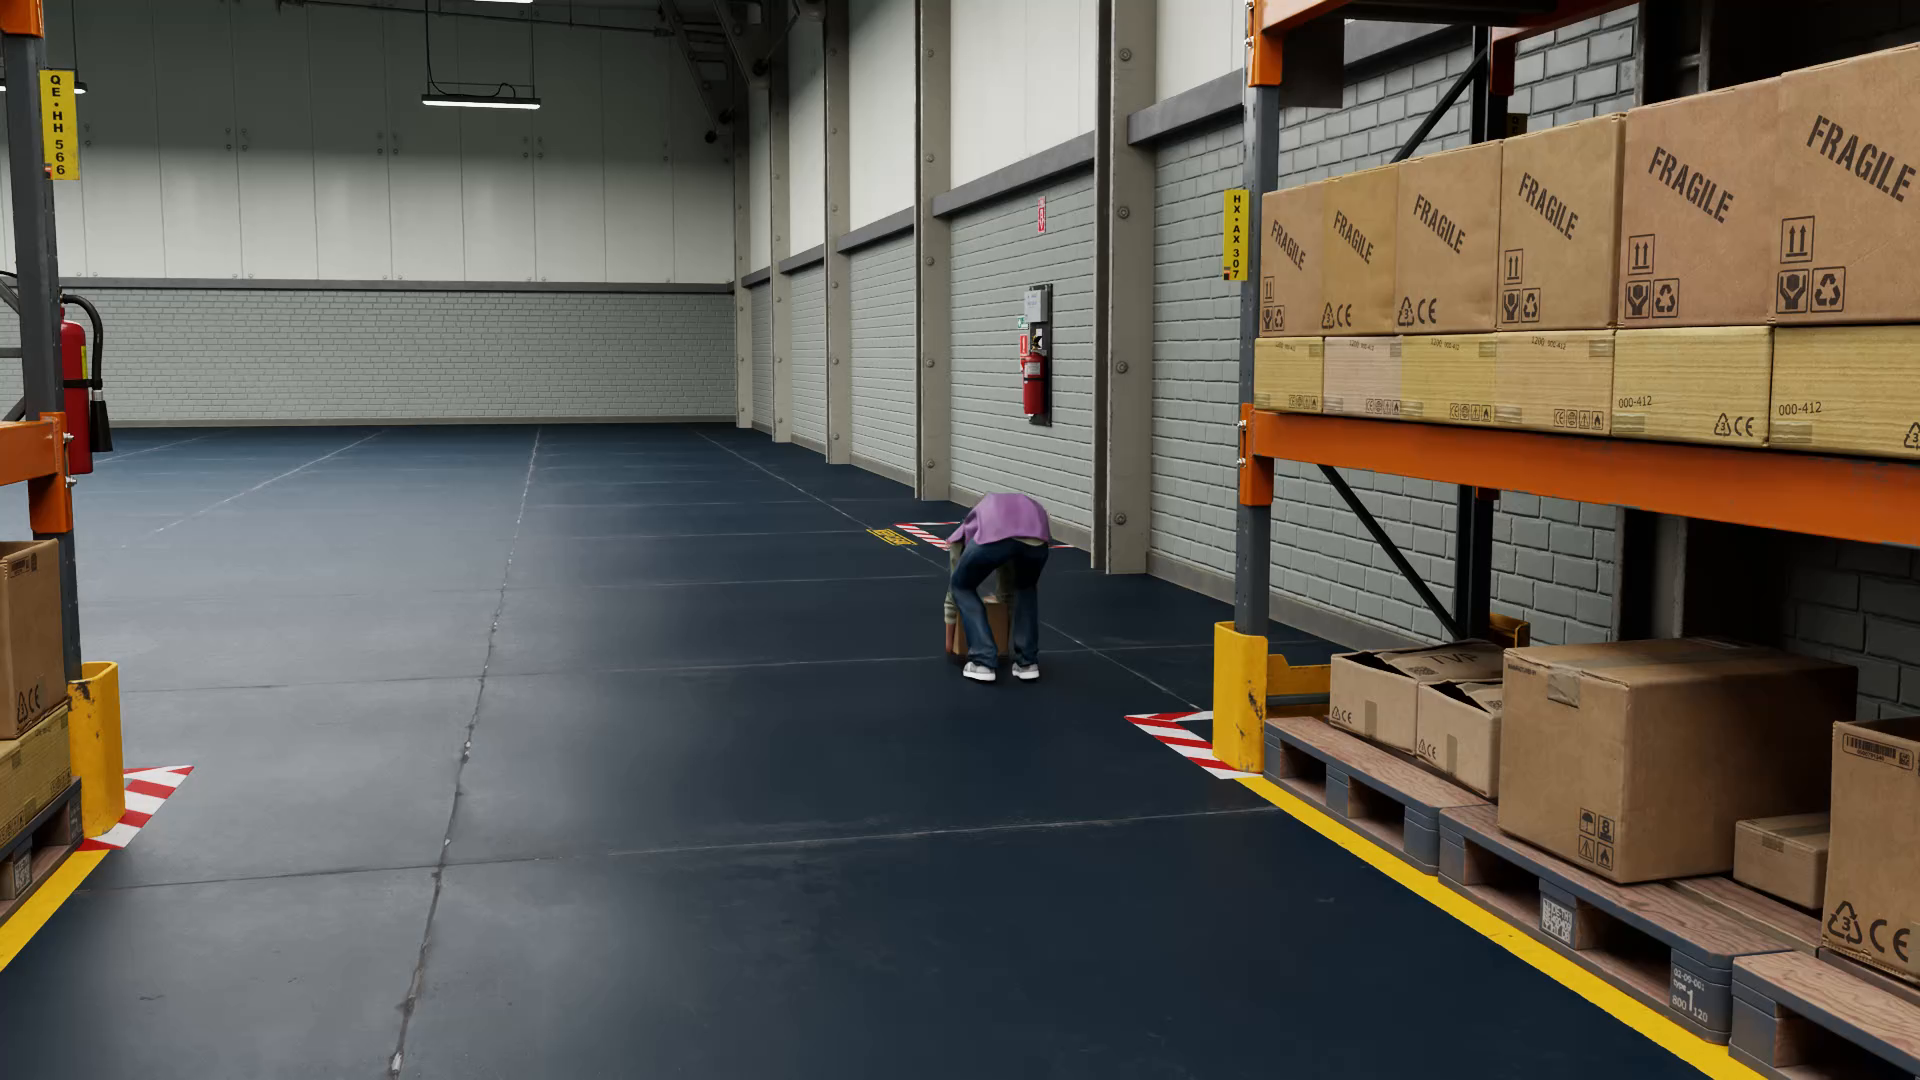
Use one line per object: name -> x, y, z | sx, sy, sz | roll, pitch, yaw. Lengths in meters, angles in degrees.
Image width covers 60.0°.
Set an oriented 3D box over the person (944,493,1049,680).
person -> 0.156, 0.199, 7.856 | 0.425, 0.873, 0.853 | -2, 7, -16
